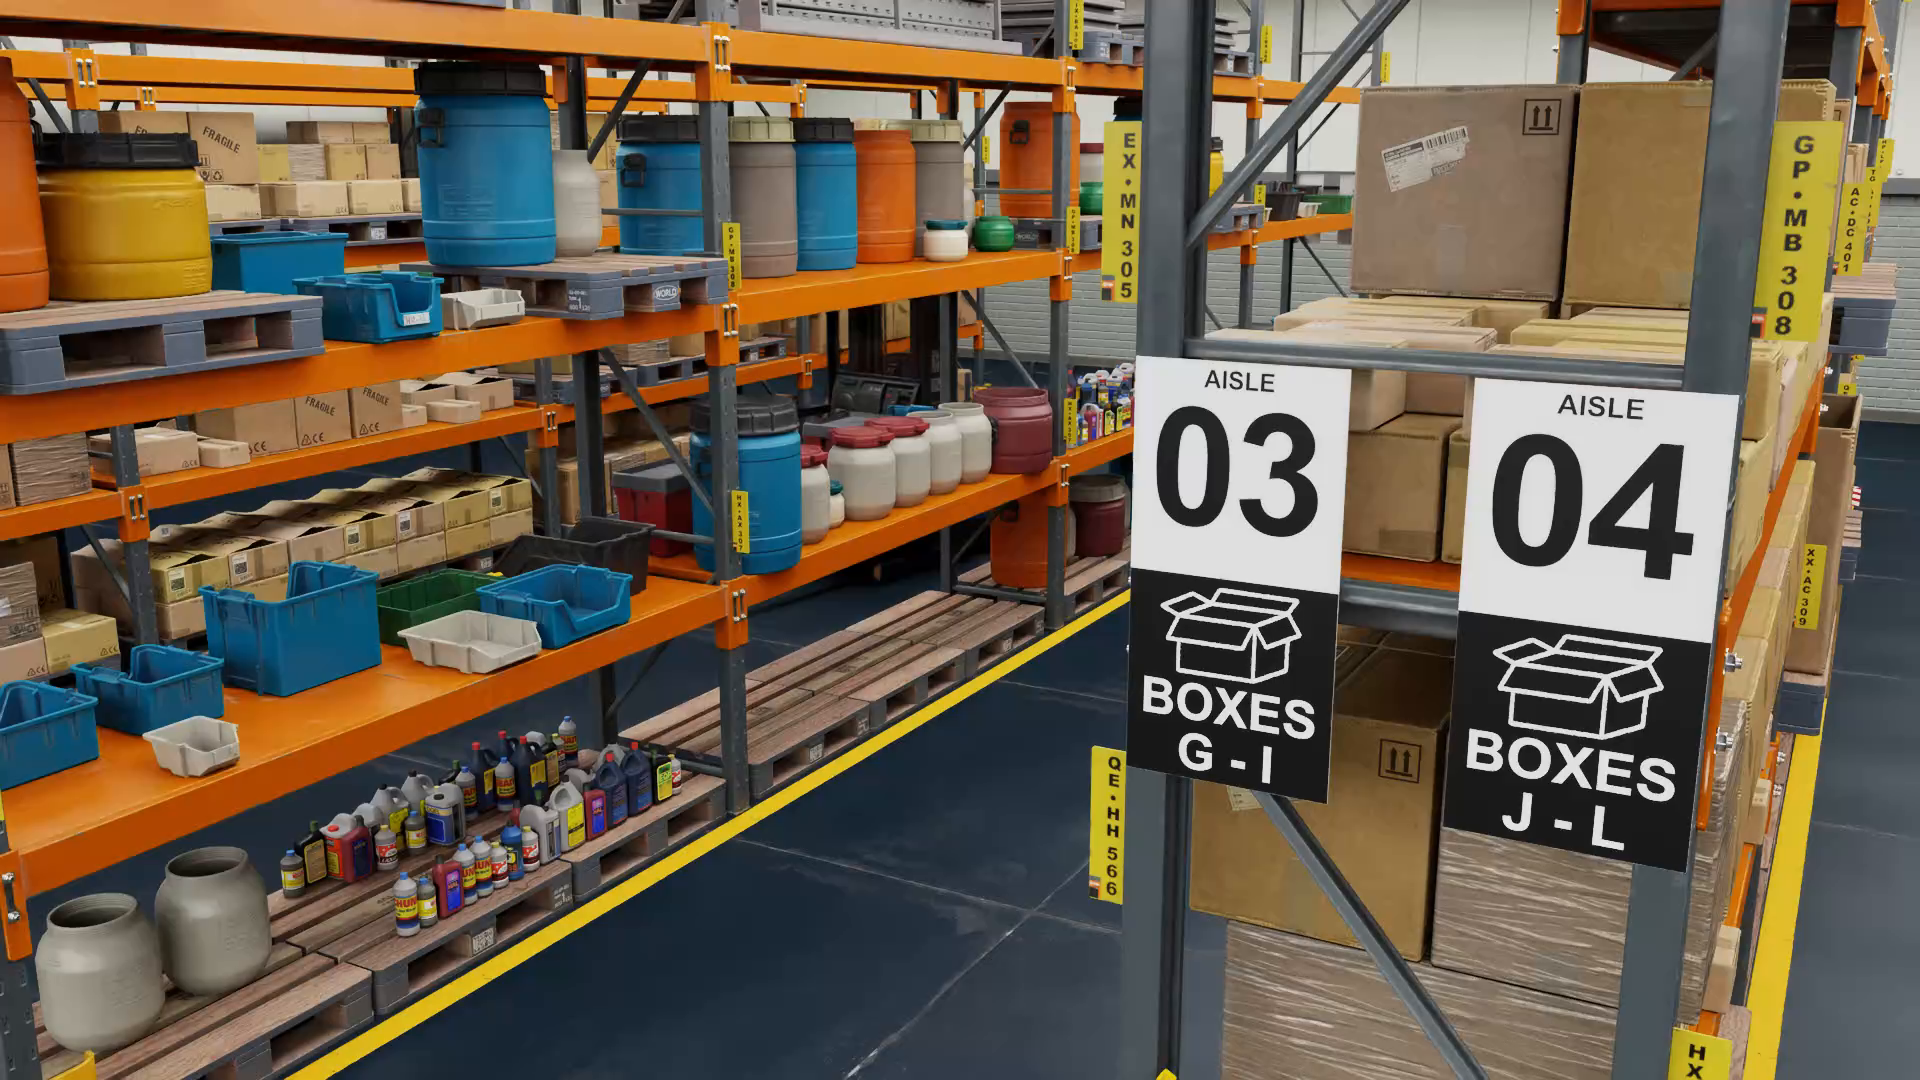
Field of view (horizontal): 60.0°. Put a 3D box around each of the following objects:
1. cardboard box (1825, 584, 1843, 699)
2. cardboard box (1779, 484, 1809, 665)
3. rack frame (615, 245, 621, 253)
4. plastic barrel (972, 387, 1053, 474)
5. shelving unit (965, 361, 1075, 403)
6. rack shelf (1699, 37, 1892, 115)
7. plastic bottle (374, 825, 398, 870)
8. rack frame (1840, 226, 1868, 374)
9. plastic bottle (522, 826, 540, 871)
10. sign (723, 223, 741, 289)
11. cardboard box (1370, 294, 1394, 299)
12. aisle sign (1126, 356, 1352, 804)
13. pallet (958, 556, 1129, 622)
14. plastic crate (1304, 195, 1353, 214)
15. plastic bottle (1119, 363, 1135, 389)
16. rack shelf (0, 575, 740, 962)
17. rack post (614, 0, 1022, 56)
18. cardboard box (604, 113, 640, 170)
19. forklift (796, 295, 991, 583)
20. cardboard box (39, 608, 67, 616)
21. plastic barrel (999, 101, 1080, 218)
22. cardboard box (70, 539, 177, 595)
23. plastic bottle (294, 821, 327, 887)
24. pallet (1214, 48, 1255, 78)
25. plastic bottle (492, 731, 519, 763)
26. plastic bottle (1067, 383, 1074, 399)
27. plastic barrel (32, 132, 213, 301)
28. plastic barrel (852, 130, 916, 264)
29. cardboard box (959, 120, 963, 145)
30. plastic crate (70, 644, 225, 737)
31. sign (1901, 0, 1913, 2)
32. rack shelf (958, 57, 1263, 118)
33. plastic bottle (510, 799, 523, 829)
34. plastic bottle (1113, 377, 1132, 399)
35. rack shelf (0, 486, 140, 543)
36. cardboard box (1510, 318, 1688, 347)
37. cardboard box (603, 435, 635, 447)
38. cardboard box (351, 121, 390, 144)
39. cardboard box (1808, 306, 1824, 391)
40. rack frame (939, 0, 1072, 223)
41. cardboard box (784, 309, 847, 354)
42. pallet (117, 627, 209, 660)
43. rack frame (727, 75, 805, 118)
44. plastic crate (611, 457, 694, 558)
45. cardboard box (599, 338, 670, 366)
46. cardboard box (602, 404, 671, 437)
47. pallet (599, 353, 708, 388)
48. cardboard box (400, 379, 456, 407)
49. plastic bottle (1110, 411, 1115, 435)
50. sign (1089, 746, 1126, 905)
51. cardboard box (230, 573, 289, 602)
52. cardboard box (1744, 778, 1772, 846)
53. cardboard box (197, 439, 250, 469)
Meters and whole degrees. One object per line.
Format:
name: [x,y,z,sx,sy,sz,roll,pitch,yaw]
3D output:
cardboard box: [5.003,0.405,10.806,1.225,0.875,0.875,7,15,25]
cardboard box: [2.500,0.083,5.522,0.500,0.500,0.500,7,15,28]
rack frame: [-4.490,-3.609,23.820,1.000,3.000,0.127,7,15,28]
plastic barrel: [0.356,-0.782,11.803,0.600,0.536,0.708,7,15,28]
shelving unit: [0.567,-0.856,15.601,0.538,1.500,1.048,11,17,37]
rack shelf: [5.618,-3.067,11.158,1.077,0.370,4.000,7,15,28]
plastic bottle: [-2.717,1.449,7.870,0.097,0.201,0.097,0,14,0]
rack frame: [6.585,-1.105,13.432,1.000,3.000,0.127,7,15,28]
plastic bottle: [-2.041,1.452,7.857,0.097,0.201,0.097,0,14,0]
sign: [-1.142,-1.423,8.332,0.100,0.325,0.005,7,15,28]
cardboard box: [1.280,-0.580,4.326,0.380,0.149,0.250,7,15,25]
aisle sign: [0.491,0.072,3.004,0.394,0.787,0.004,7,15,28]
pallet: [0.660,0.344,13.373,1.003,0.211,1.213,7,15,28]
plastic crate: [3.956,-3.607,17.864,0.450,0.188,0.336,7,15,28]
plastic bottle: [1.515,-1.479,15.248,0.152,0.276,0.135,7,15,28]
rack shelf: [-2.585,0.735,7.334,1.077,0.370,4.000,7,15,28]
rack post: [-0.742,-3.452,9.942,1.013,1.000,3.121,7,15,28]
cardboard box: [-3.309,-3.698,15.443,0.500,0.500,0.500,7,15,28]
forklift: [-0.854,-1.202,13.982,1.130,2.935,3.031,11,17,37]
cardboard box: [-6.442,0.607,11.304,0.500,0.250,0.500,7,15,28]
plastic barrel: [0.592,-2.833,12.387,0.600,0.830,0.708,7,15,28]
cardboard box: [-6.008,0.158,11.970,0.500,0.311,0.500,7,15,28]
plastic bottle: [-3.007,1.450,7.692,0.061,0.283,0.133,8,16,29]
pallet: [1.876,-4.123,14.407,1.003,0.211,1.213,7,15,28]
plastic bottle: [-2.372,1.168,8.719,0.144,0.351,0.185,8,16,30]
plastic bottle: [0.905,-1.176,13.977,0.061,0.283,0.133,7,15,28]
plastic barrel: [-3.112,-1.206,6.155,0.600,0.588,0.600,0,14,0]
plastic barrel: [-0.588,-2.234,10.801,0.600,0.830,0.708,7,15,28]
cardboard box: [-0.386,-4.934,20.570,0.700,0.500,0.500,7,15,28]
plastic crate: [-3.253,0.599,6.682,0.499,0.251,0.408,7,15,28]
sign: [8.987,-5.270,15.747,0.100,0.325,0.005,7,15,28]
rack shelf: [1.282,-3.628,13.486,1.077,0.370,4.000,7,15,28]
plastic bottle: [-2.102,1.373,8.010,0.061,0.283,0.133,7,15,28]
plastic bottle: [1.360,-1.180,13.849,0.144,0.351,0.185,7,15,28]
rack shelf: [-6.920,0.173,9.665,1.077,0.370,4.000,7,15,28]
cardboard box: [1.343,-0.360,3.413,0.380,0.149,0.250,7,15,27]
cardboard box: [-3.522,-0.731,16.275,0.500,0.500,0.500,7,15,26]
cardboard box: [-6.964,-4.708,19.226,0.500,0.250,0.500,9,16,32]
cardboard box: [2.464,-0.620,5.340,0.500,0.250,0.500,8,16,29]
rack frame: [0.315,-3.762,11.653,1.000,3.000,0.127,7,15,28]
cardboard box: [-1.600,-2.350,18.385,0.500,0.500,0.500,8,16,30]
pallet: [-5.631,0.613,12.255,1.003,0.211,1.213,7,15,28]
rack frame: [-2.085,-5.144,17.388,1.000,3.000,0.127,7,15,28]
plastic crate: [-1.652,-0.190,9.500,0.402,0.464,0.583,7,15,28]
cardboard box: [-3.204,-1.968,15.904,0.700,0.500,0.500,11,17,38]
cardboard box: [-3.258,-1.211,16.669,0.500,0.250,0.500,7,15,27]
pallet: [-3.083,-1.713,16.367,1.003,0.211,1.213,7,15,28]
cardboard box: [-4.621,-1.202,14.027,0.500,0.311,0.500,7,15,27]
plastic bottle: [1.176,-0.944,13.189,0.097,0.201,0.097,0,14,0]
sign: [0.308,0.574,3.326,0.100,0.325,0.005,7,15,28]
cardboard box: [-5.293,0.387,12.217,0.500,0.250,0.500,8,16,29]
cardboard box: [2.545,0.895,5.675,0.380,0.149,0.250,7,15,28]
cardboard box: [-5.345,-0.623,11.971,0.380,0.149,0.250,7,15,28]
